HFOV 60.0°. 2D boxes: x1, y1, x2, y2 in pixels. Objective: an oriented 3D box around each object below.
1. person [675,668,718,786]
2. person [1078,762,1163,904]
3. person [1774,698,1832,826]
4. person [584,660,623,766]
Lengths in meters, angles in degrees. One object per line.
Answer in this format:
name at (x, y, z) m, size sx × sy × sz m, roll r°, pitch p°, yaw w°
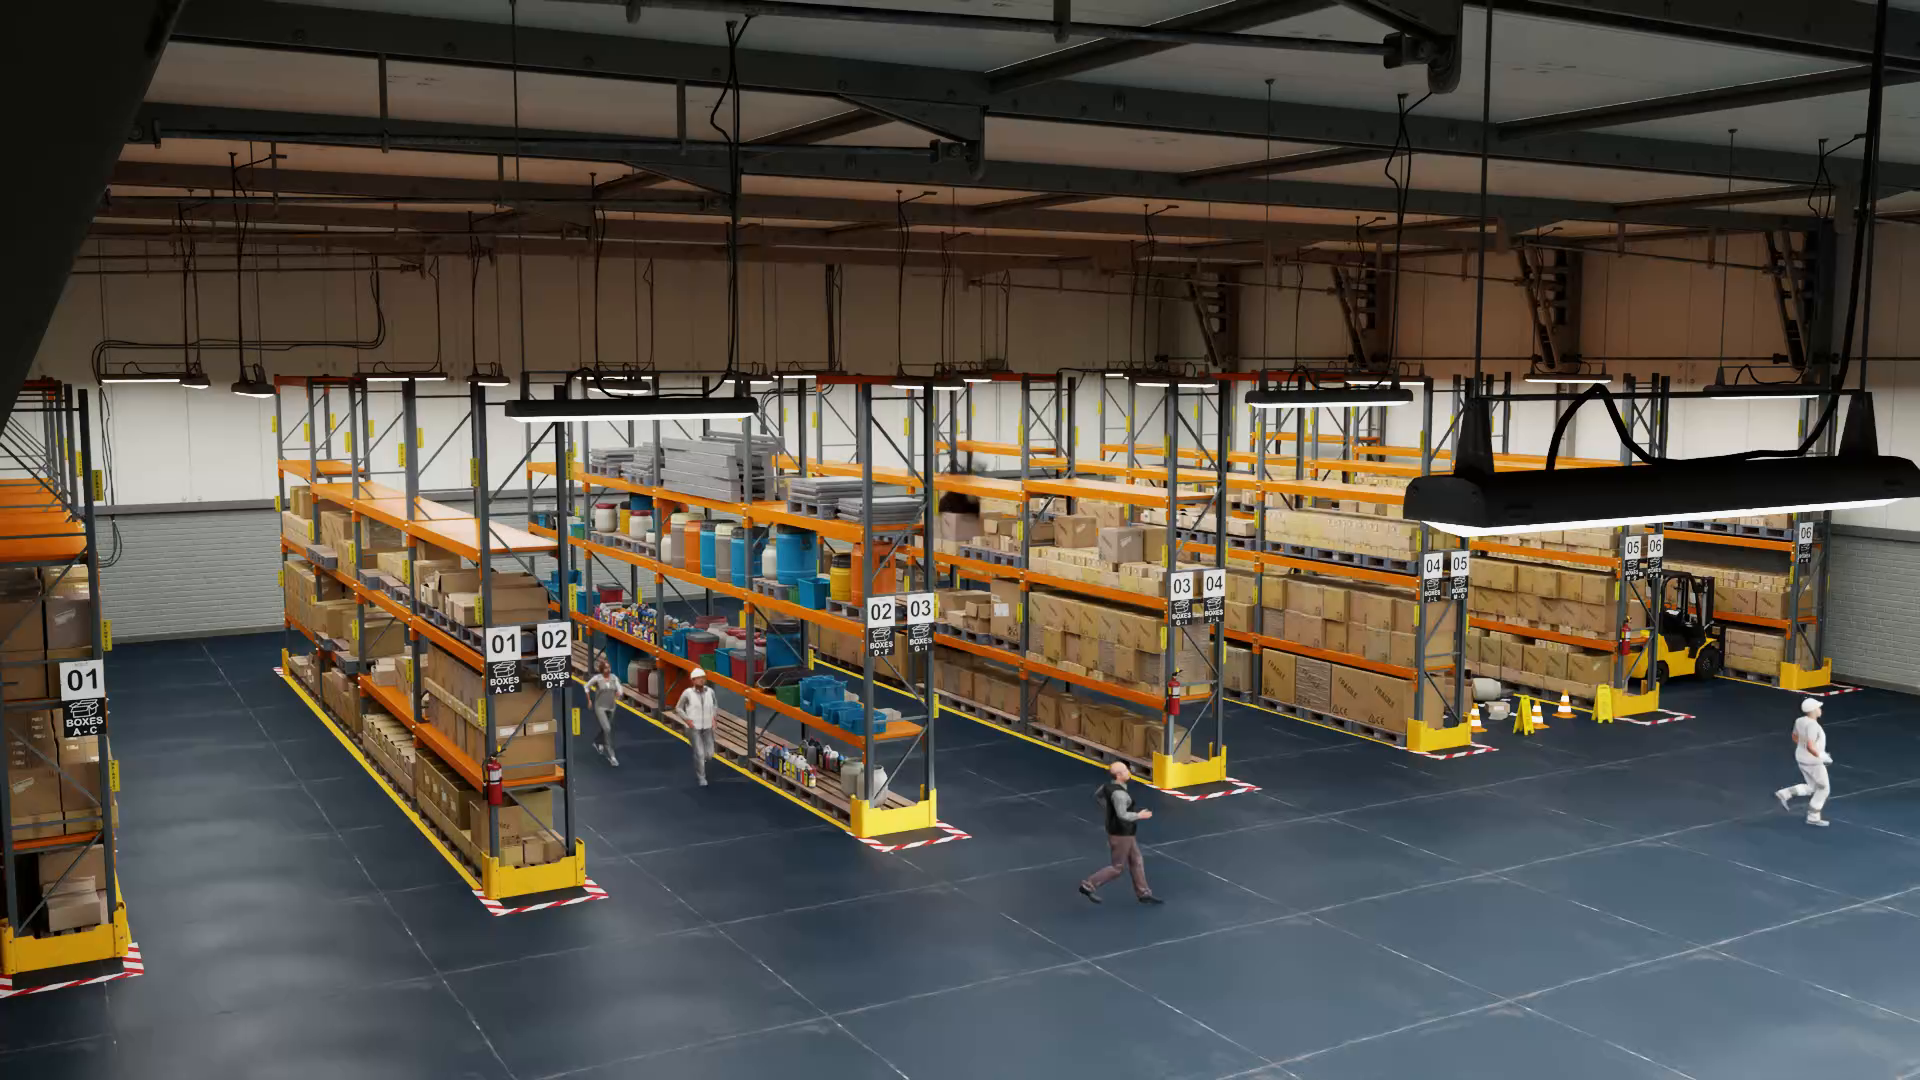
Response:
person at (-3.906, 2.763, 24.750) m, size 0.671 × 1.740 × 0.618 m, roll -3°, pitch 7°, yaw -29°
person at (1.859, 3.384, 19.113) m, size 1.013 × 1.698 × 0.671 m, roll 0°, pitch 6°, yaw -3°
person at (11.468, 3.010, 22.533) m, size 0.697 × 1.751 × 0.655 m, roll 1°, pitch 6°, yaw 6°
person at (-5.568, 2.664, 26.055) m, size 0.520 × 1.612 × 0.855 m, roll -5°, pitch 8°, yaw -39°
